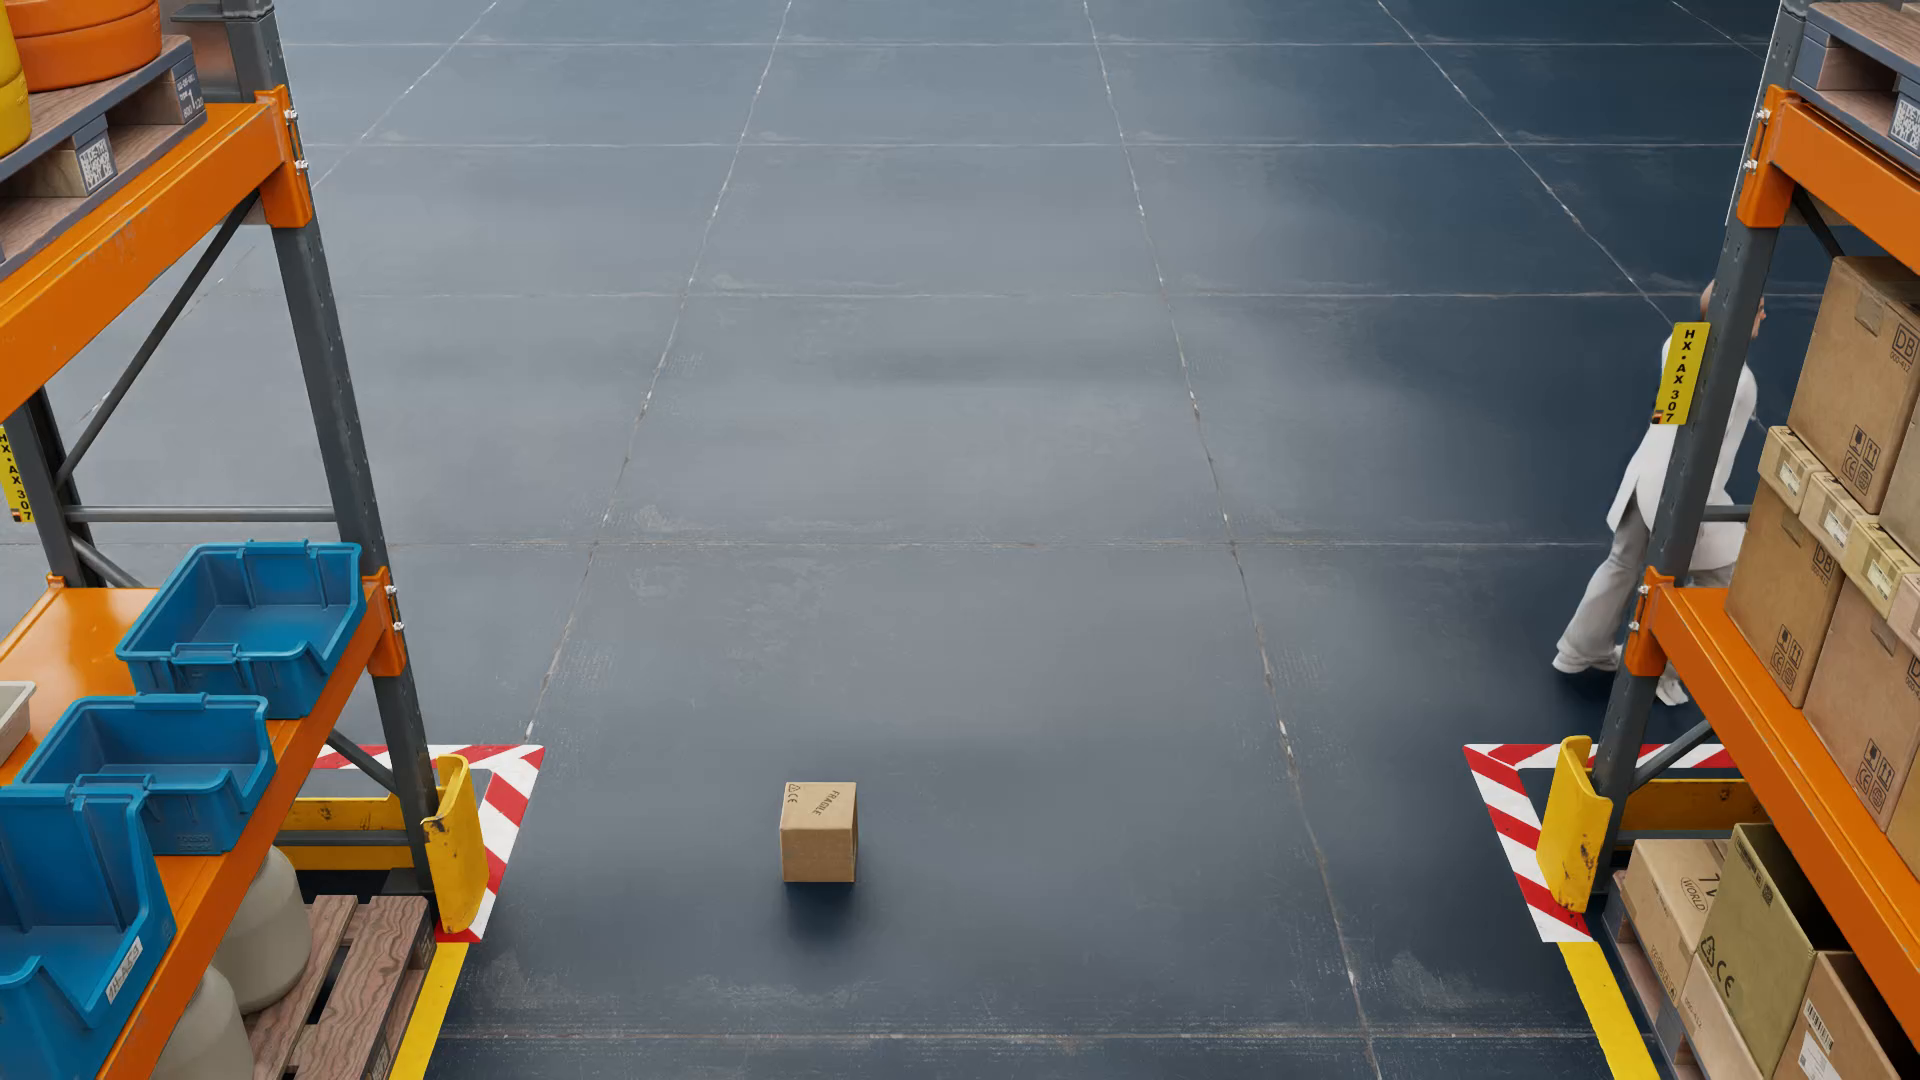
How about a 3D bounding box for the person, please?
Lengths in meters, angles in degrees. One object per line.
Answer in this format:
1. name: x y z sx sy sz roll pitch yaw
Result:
1. person: 2.749 -0.138 6.419 0.576 1.857 0.662 -1 31 -1
